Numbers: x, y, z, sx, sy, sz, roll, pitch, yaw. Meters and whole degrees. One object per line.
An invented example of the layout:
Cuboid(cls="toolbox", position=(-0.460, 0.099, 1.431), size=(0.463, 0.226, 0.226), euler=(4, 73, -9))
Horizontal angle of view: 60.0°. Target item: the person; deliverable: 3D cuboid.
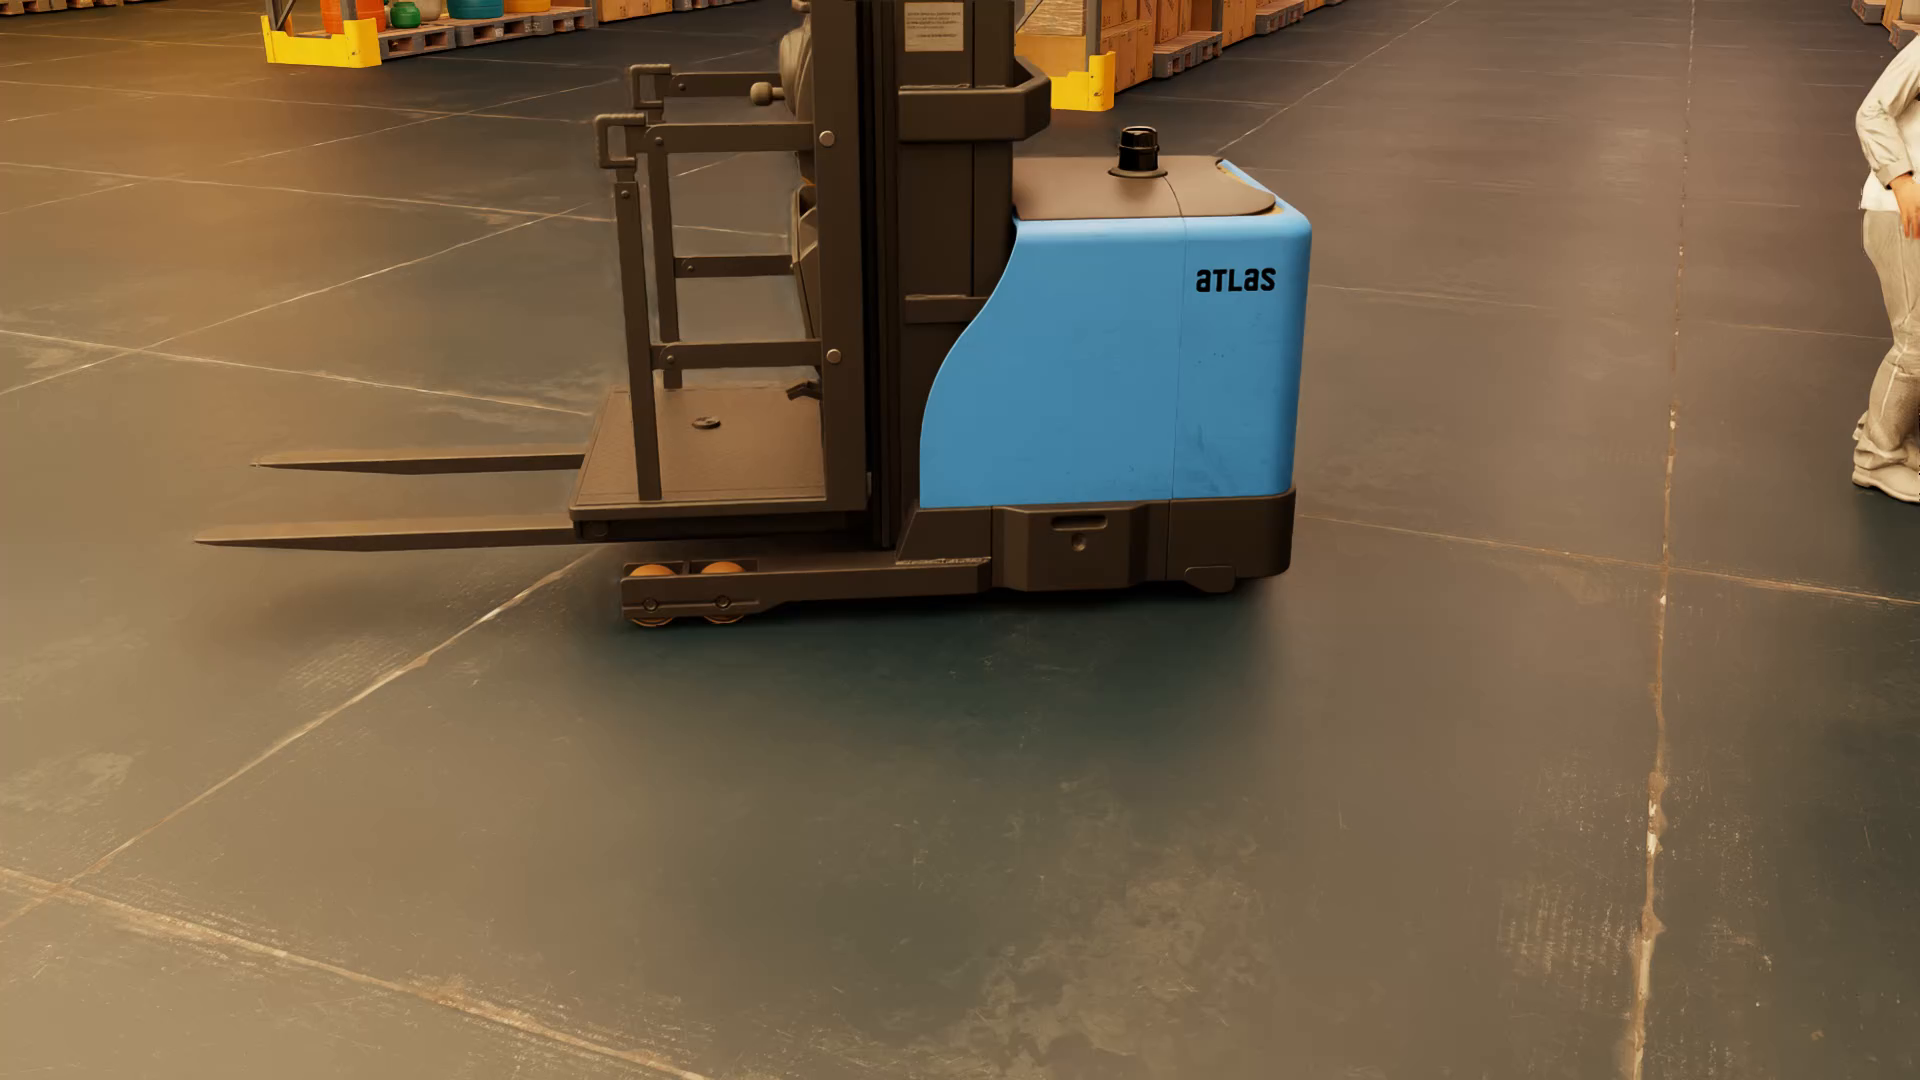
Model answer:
Cuboid(cls="person", position=(3.194, -1.014, 5.274), size=(0.726, 1.744, 0.513), euler=(-9, 24, -20))

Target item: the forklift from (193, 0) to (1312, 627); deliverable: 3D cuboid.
Cuboid(cls="forklift", position=(-0.608, -1.330, 4.473), size=(3.031, 2.935, 1.130), euler=(-2, 23, -5))
